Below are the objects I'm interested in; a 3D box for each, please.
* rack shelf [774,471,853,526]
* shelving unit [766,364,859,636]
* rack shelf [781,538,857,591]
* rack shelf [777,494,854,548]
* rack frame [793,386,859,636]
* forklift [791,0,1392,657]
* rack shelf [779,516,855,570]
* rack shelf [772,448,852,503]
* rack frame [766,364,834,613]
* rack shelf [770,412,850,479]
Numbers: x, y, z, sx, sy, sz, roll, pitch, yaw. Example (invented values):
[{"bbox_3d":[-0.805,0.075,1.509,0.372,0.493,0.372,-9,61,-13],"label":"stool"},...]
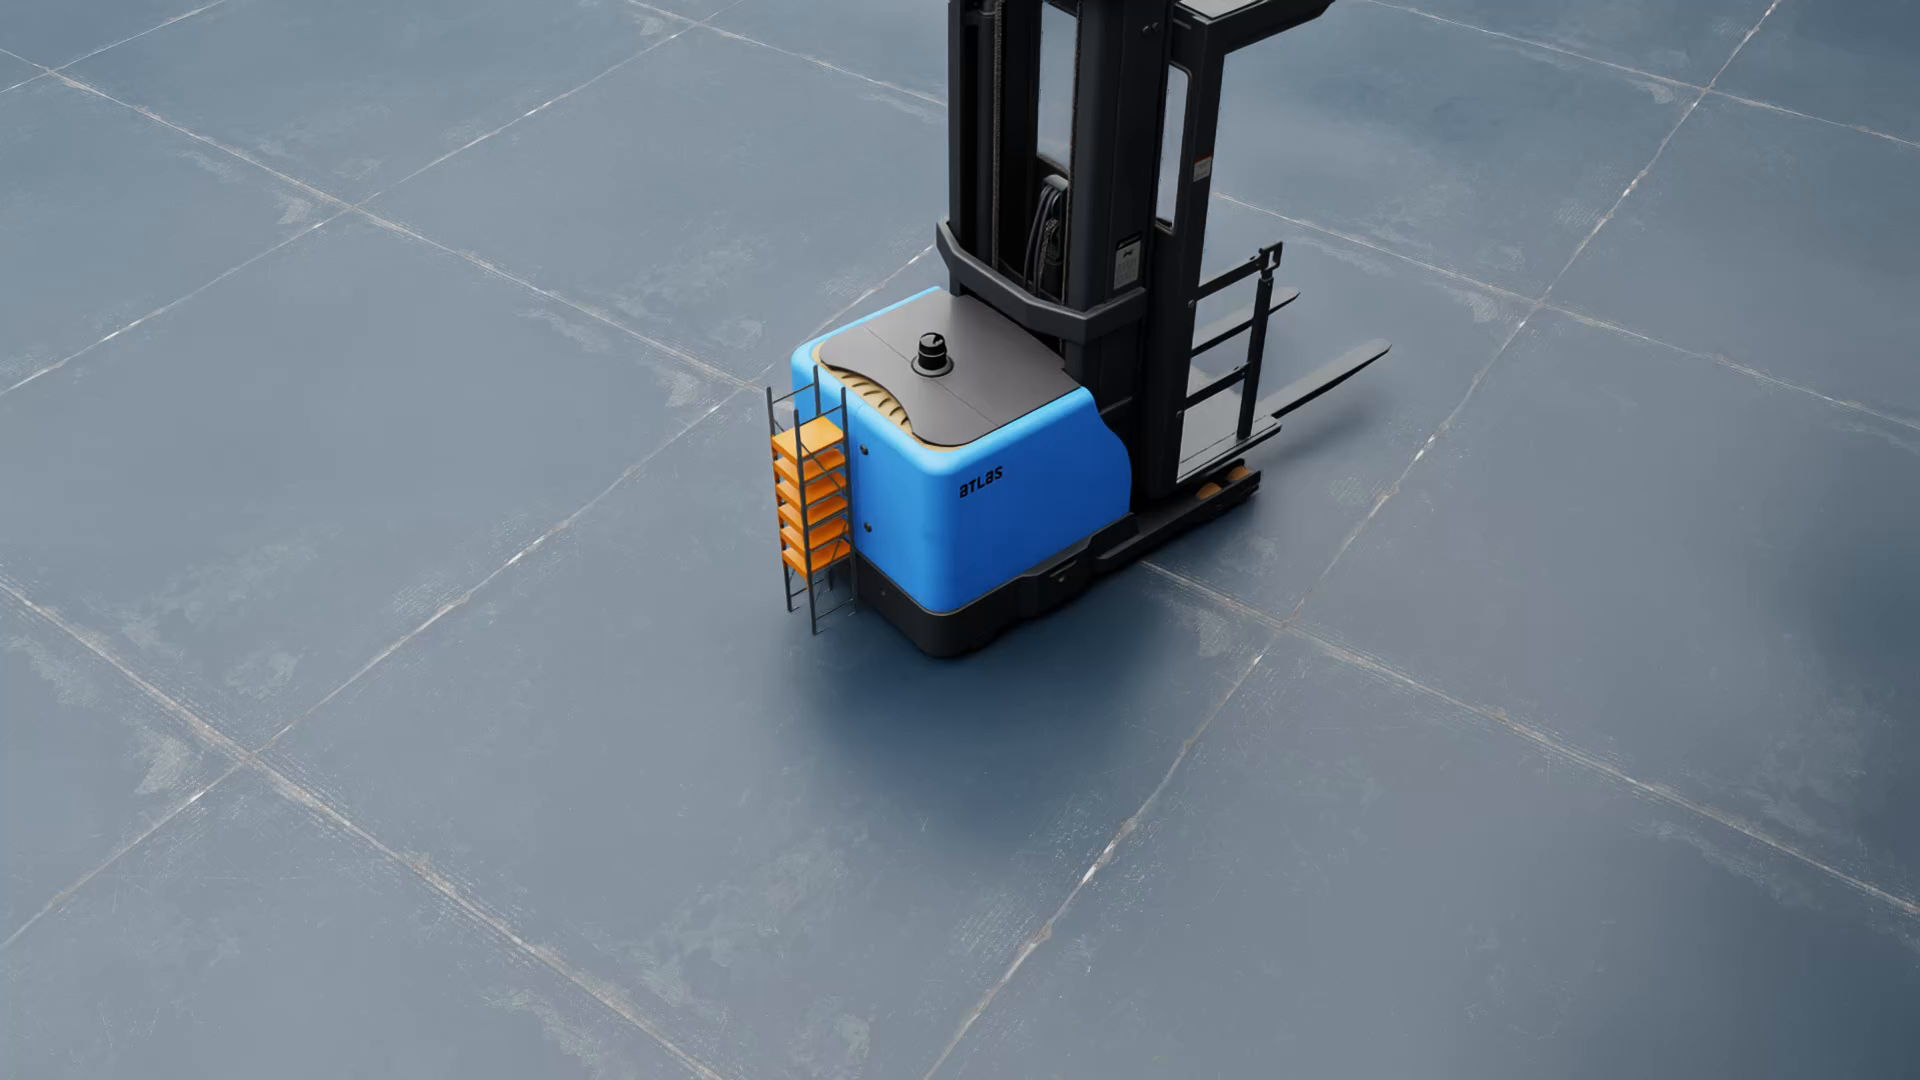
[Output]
[{"bbox_3d":[-0.589,-0.194,6.701,0.258,0.103,0.180,-28,49,-28],"label":"rack shelf"},{"bbox_3d":[-0.589,-0.137,6.752,0.258,1.200,0.189,-28,49,-28],"label":"shelving unit"},{"bbox_3d":[-0.589,0.075,6.941,0.258,0.103,0.180,-28,49,-28],"label":"rack shelf"},{"bbox_3d":[-0.589,-0.104,6.781,0.258,0.103,0.180,-28,49,-28],"label":"rack shelf"},{"bbox_3d":[-0.531,-0.090,6.699,0.240,1.200,0.006,-28,49,-28],"label":"rack frame"},{"bbox_3d":[0.759,-1.435,6.904,3.031,2.935,1.130,-28,49,-28],"label":"forklift"},{"bbox_3d":[-0.589,-0.015,6.861,0.258,0.103,0.180,-28,49,-28],"label":"rack shelf"},{"bbox_3d":[-0.589,-0.283,6.621,0.258,0.103,0.180,-28,49,-28],"label":"rack shelf"},{"bbox_3d":[-0.647,-0.185,6.805,0.240,1.200,0.006,-28,49,-28],"label":"rack frame"},{"bbox_3d":[-0.589,-0.372,6.541,0.258,0.103,0.180,-28,49,-28],"label":"rack shelf"}]
